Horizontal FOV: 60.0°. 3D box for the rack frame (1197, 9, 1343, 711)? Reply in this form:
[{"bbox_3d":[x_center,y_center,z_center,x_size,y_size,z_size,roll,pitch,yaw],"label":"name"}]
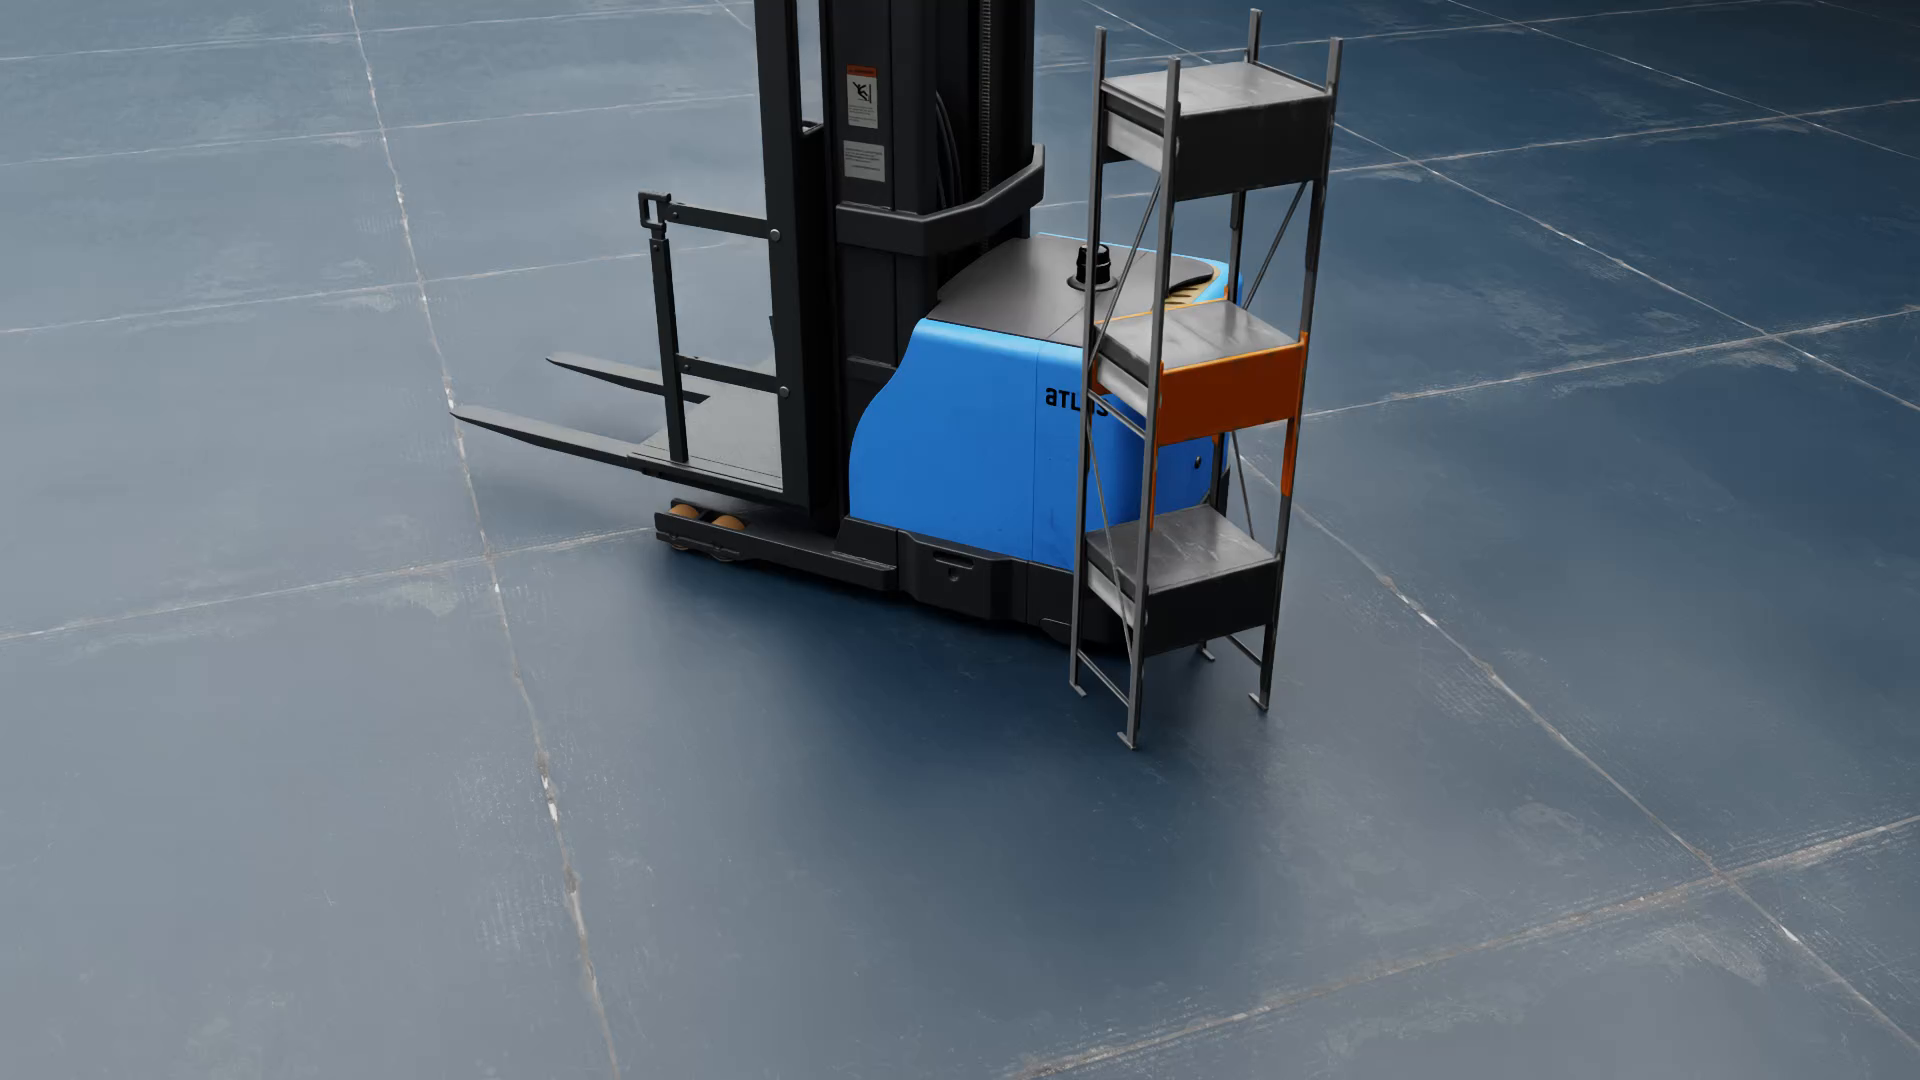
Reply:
[{"bbox_3d":[0.890,-0.458,4.933,0.015,2.100,0.400,-13,32,-22],"label":"rack frame"}]

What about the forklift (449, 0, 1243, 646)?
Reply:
[{"bbox_3d":[-0.559,-1.411,5.766,3.031,2.935,1.130,14,32,23],"label":"forklift"}]

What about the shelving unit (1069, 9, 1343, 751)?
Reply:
[{"bbox_3d":[0.670,-0.406,4.842,0.503,2.100,0.431,-13,32,-22],"label":"shelving unit"}]

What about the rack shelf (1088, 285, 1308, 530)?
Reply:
[{"bbox_3d":[0.670,-0.394,4.848,0.480,0.518,0.431,-13,32,-22],"label":"rack shelf"}]

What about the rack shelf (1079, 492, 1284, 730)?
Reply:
[{"bbox_3d":[0.670,0.214,5.195,0.480,0.518,0.431,-13,32,-22],"label":"rack shelf"}]

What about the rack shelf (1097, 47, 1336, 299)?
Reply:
[{"bbox_3d":[0.670,-1.002,4.502,0.480,0.518,0.431,-13,32,-22],"label":"rack shelf"}]

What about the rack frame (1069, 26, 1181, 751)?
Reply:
[{"bbox_3d":[0.449,-0.354,4.751,0.015,2.100,0.400,-13,32,-22],"label":"rack frame"}]
